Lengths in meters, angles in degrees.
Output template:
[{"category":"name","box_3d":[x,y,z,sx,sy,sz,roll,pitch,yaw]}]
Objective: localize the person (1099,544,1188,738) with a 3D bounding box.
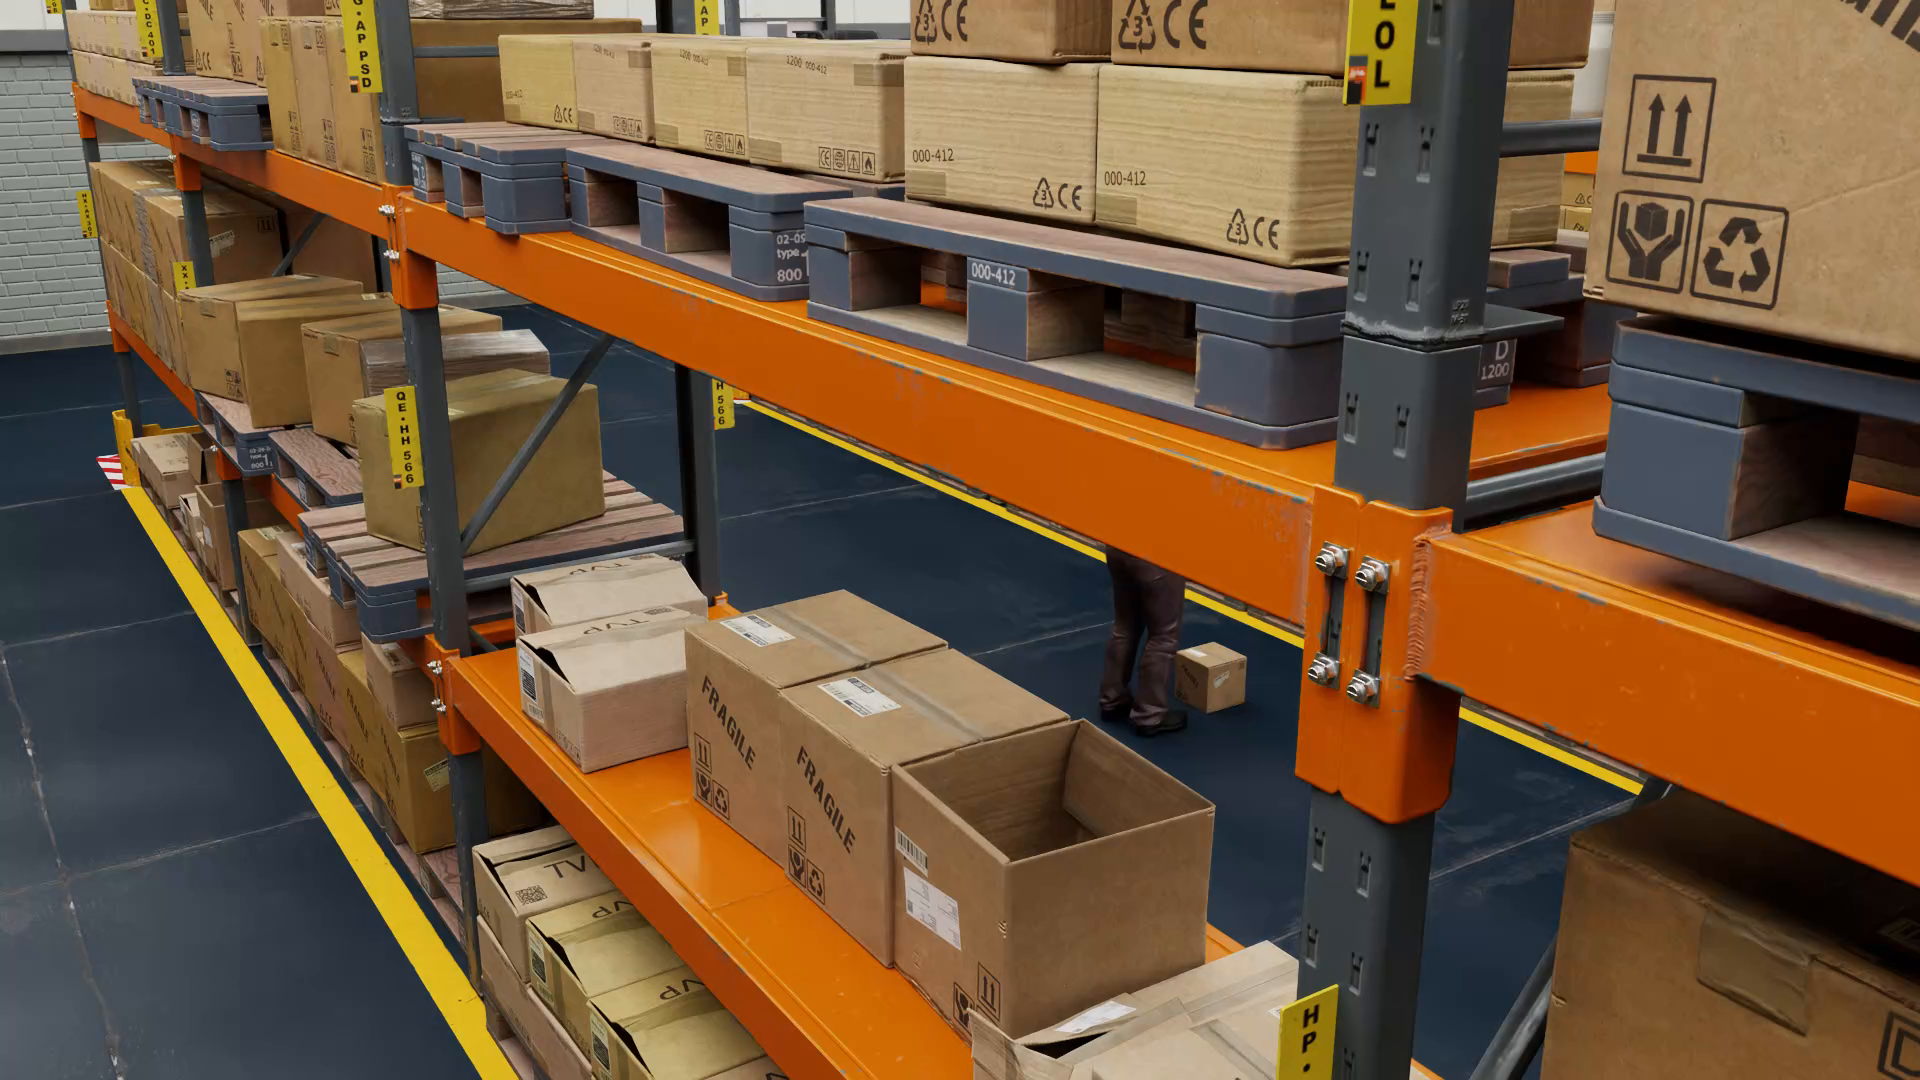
[{"category":"person","box_3d":[0.872,0.067,7.903,0.360,1.715,0.533,-11,21,-30]}]
